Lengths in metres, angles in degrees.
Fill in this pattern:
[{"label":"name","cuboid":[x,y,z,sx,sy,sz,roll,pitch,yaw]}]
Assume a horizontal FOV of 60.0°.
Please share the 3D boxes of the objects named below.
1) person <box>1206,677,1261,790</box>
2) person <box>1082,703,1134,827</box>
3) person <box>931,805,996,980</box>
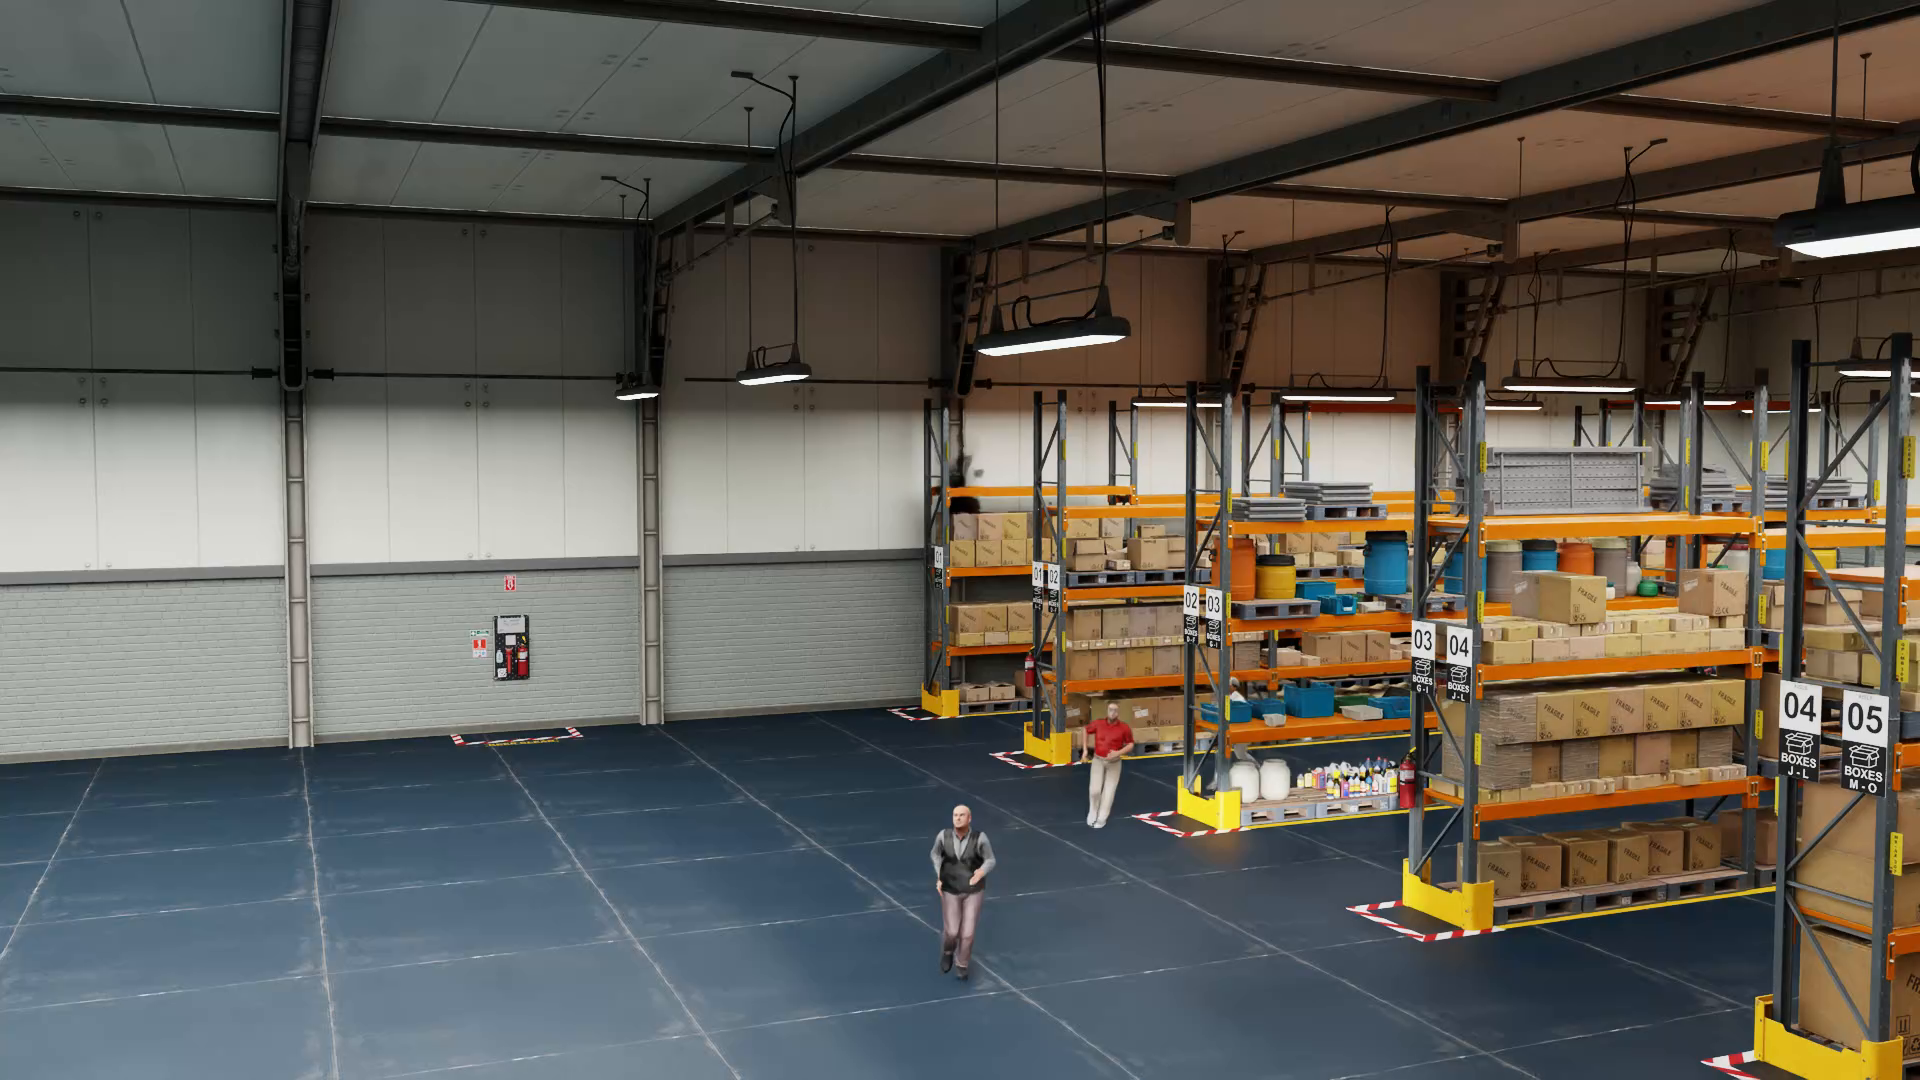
[{"label":"person","cuboid":[4.079,2.856,24.697,0.919,1.668,0.599,-1,4,-23]},{"label":"person","cuboid":[1.982,3.017,22.243,0.690,1.680,0.608,0,3,4]},{"label":"person","cuboid":[0.024,3.380,15.890,0.645,1.690,0.584,0,3,3]}]
